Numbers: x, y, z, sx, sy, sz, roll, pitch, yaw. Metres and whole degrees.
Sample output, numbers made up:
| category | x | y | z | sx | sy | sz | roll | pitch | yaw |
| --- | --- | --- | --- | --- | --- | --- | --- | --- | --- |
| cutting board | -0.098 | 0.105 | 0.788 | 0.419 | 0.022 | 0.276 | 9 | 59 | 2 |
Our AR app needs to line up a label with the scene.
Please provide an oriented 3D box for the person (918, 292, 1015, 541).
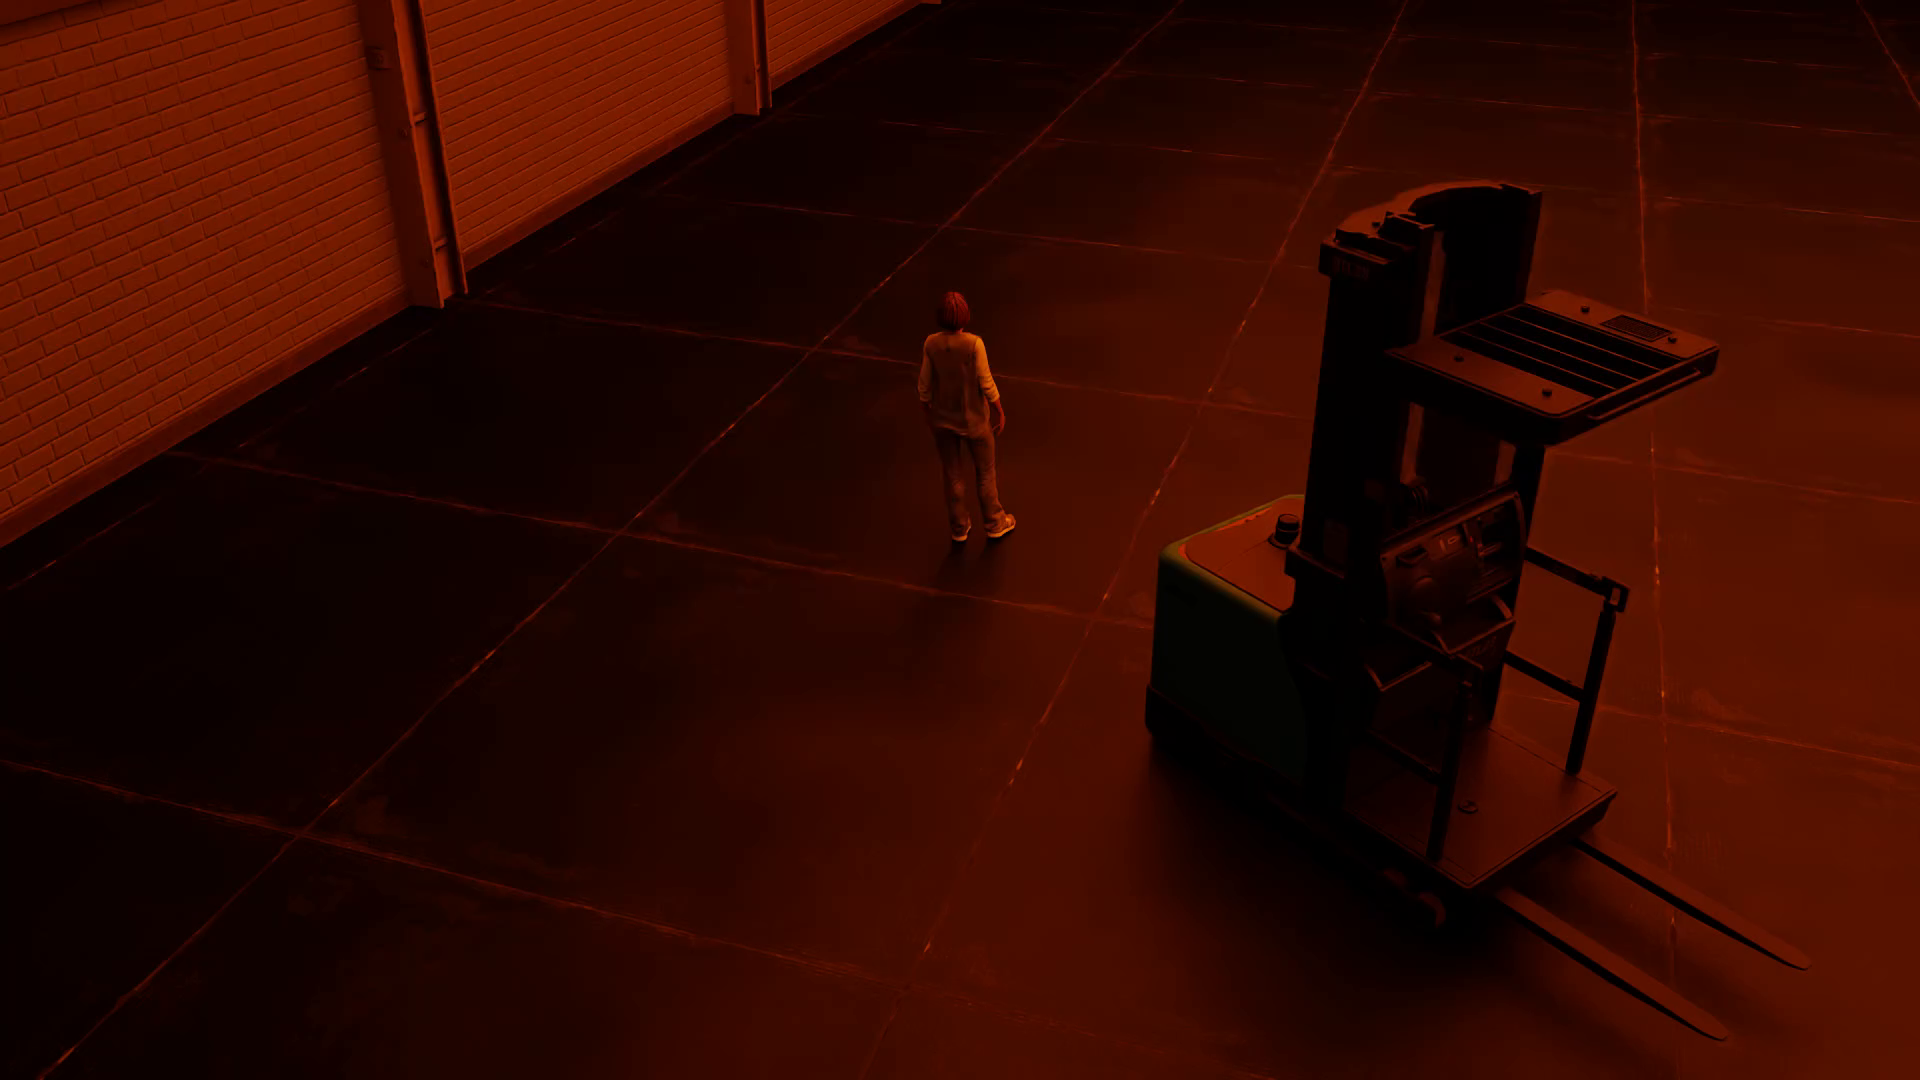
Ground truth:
| category | x | y | z | sx | sy | sz | roll | pitch | yaw |
| --- | --- | --- | --- | --- | --- | --- | --- | --- | --- |
| person | 0.037 | -0.732 | 9.753 | 0.520 | 1.597 | 0.475 | 10 | 31 | 16 |

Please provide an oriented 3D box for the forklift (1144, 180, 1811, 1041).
| category | x | y | z | sx | sy | sz | roll | pitch | yaw |
| --- | --- | --- | --- | --- | --- | --- | --- | --- | --- |
| forklift | 2.226 | 0.128 | 6.912 | 1.130 | 2.935 | 3.031 | -21 | 36 | -32 |
